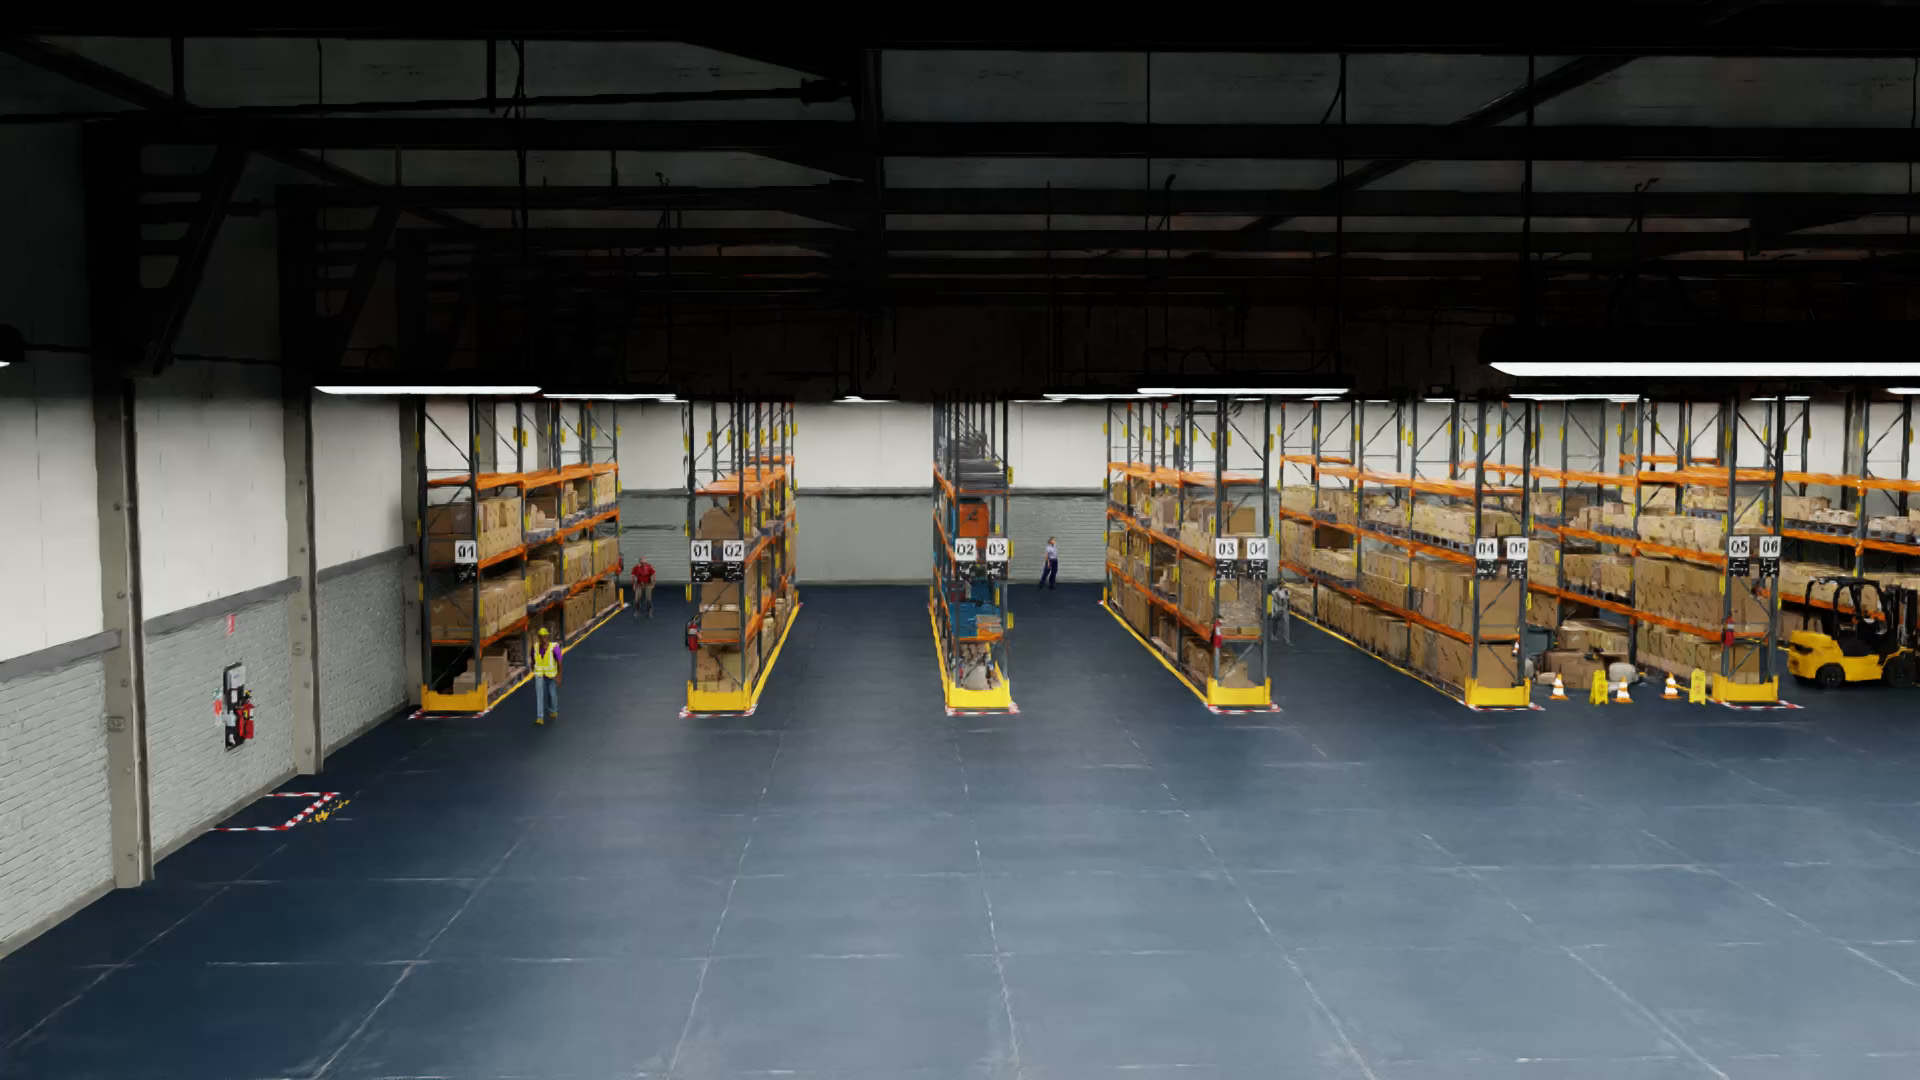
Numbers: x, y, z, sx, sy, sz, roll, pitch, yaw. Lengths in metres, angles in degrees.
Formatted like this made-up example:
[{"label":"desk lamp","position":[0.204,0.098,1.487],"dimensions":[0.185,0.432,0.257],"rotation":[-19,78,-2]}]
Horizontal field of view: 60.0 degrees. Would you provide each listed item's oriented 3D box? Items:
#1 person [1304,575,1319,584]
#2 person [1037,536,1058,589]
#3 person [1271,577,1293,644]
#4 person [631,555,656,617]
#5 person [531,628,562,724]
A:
[{"label":"person","position":[10.959,0.676,51.811],"dimensions":[0.591,1.661,0.491],"rotation":[-5,7,-44]},{"label":"person","position":[2.710,0.712,51.521],"dimensions":[0.496,1.642,0.679],"rotation":[4,6,40]},{"label":"person","position":[7.663,1.667,39.781],"dimensions":[0.495,1.589,1.086],"rotation":[0,5,0]},{"label":"person","position":[-8.530,1.238,44.811],"dimensions":[0.682,1.676,0.535],"rotation":[0,5,-5]},{"label":"person","position":[-7.446,2.426,29.947],"dimensions":[0.589,1.716,1.043],"rotation":[0,5,-4]}]
